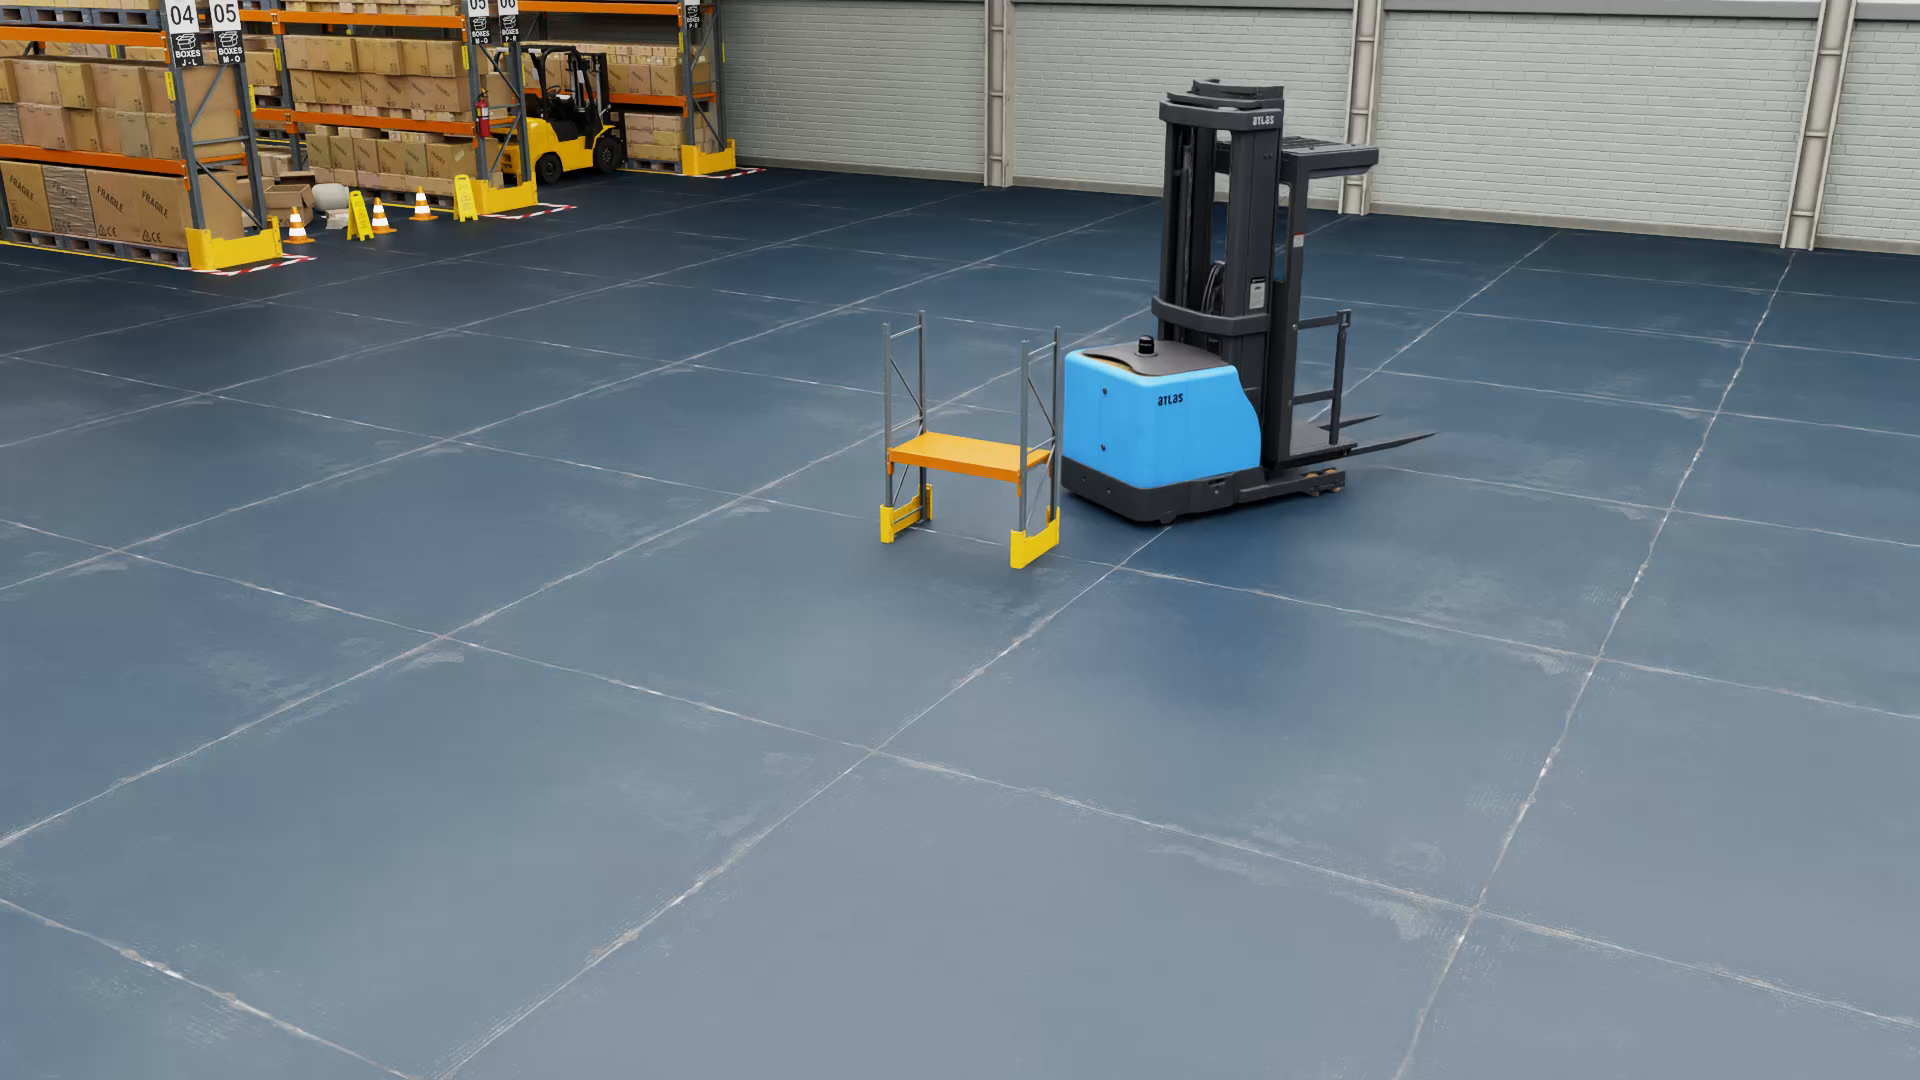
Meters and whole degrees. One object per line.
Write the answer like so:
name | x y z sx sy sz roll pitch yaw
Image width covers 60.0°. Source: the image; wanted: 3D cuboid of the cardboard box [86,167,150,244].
cardboard box | -10.565 -4.374 21.524 0.875 0.875 0.875 10 22 26

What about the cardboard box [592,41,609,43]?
cardboard box | -6.392 -8.876 29.903 0.250 0.149 0.380 11 22 27

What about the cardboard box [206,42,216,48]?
cardboard box | -12.264 -8.258 27.583 0.250 0.149 0.380 10 22 25

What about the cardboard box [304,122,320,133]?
cardboard box | -12.777 -8.437 33.275 0.500 0.500 0.500 12 23 30

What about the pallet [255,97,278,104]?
pallet | -12.082 -7.350 27.510 1.213 0.211 1.003 11 23 27

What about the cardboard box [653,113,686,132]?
cardboard box | -4.983 -7.264 28.941 0.500 0.250 0.500 12 23 29

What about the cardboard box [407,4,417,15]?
cardboard box | -7.931 -7.843 24.557 0.250 0.149 0.380 11 23 28

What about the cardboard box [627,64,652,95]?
cardboard box | -5.435 -8.045 28.998 0.500 0.500 0.500 12 23 29

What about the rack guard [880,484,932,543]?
rack guard | -0.368 -0.188 11.516 0.087 0.250 0.587 11 23 27

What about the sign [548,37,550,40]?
sign | -7.651 -9.180 30.888 0.005 0.325 0.100 11 23 27

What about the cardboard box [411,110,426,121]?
cardboard box | -8.005 -6.399 24.976 0.250 0.149 0.380 11 23 28

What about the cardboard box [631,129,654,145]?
cardboard box | -5.439 -7.120 29.277 0.500 0.250 0.500 11 22 27

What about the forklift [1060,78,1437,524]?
forklift | 2.270 -1.842 12.146 3.031 2.935 1.130 -12 23 -29

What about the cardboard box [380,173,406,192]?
cardboard box | -8.591 -5.560 25.710 0.500 0.250 0.500 10 22 25

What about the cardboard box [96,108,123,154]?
cardboard box | -10.436 -5.271 21.276 0.550 0.550 0.875 11 23 27

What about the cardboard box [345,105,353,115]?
cardboard box | -9.280 -6.678 25.744 0.250 0.149 0.380 11 23 27

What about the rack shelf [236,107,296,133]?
rack shelf | -12.084 -7.086 27.557 4.000 0.370 1.077 11 23 27

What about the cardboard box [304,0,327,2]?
cardboard box | -9.633 -8.334 25.326 0.500 0.250 0.500 11 22 27

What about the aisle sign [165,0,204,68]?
aisle sign | -9.256 -6.057 19.853 0.004 0.787 0.394 11 23 27

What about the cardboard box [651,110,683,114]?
cardboard box | -5.194 -7.498 29.588 0.500 0.250 0.500 11 23 27

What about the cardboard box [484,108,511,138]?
cardboard box | -8.382 -7.735 31.156 0.625 0.625 0.875 12 23 30

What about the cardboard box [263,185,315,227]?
cardboard box | -9.614 -4.792 23.837 0.637 0.503 0.797 -4 20 -10

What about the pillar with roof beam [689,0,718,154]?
pillar with roof beam | -6.696 -9.828 25.262 0.400 9.000 9.100 11 23 27

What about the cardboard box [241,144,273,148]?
cardboard box | -12.034 -6.374 27.777 0.625 0.372 0.950 12 23 29

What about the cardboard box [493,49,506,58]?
cardboard box | -8.327 -8.913 30.440 0.250 0.149 0.380 12 23 29

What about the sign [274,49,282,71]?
sign | -10.606 -7.471 25.863 0.005 0.325 0.100 11 23 27

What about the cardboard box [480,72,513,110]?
cardboard box | -7.124 -6.775 25.061 0.500 0.500 0.500 10 22 26

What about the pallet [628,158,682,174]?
pallet | -5.117 -6.709 29.551 1.213 0.211 1.003 11 23 27

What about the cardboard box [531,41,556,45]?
cardboard box | -7.506 -8.909 29.994 0.250 0.149 0.380 11 23 28

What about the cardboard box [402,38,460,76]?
cardboard box | -7.837 -7.190 24.739 0.500 0.500 0.700 11 23 28

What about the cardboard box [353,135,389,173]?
cardboard box | -9.030 -5.999 25.820 0.500 0.500 0.500 12 23 30

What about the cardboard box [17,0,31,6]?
cardboard box | -11.623 -6.808 20.941 0.250 0.149 0.380 10 22 26

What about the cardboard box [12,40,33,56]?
cardboard box | -16.184 -8.620 29.118 0.500 0.500 0.500 10 22 26

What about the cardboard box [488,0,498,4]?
cardboard box | -7.155 -8.069 24.596 0.500 0.250 0.500 10 22 26

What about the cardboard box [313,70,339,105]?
cardboard box | -9.640 -7.046 25.808 0.500 0.500 0.500 11 23 27

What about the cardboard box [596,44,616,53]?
cardboard box | -6.186 -8.647 29.270 0.250 0.149 0.380 11 23 28

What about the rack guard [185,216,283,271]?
rack guard | -9.151 -3.757 20.990 0.348 0.500 1.175 11 23 27

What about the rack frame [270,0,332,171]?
rack frame | -10.338 -7.092 26.518 0.127 3.000 1.000 11 23 27

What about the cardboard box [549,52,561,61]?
cardboard box | -7.124 -8.650 29.715 0.250 0.149 0.380 11 23 28

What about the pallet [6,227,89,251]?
pallet | -12.038 -4.141 22.472 1.213 0.211 1.003 11 23 27

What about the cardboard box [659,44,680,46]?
cardboard box | -5.067 -8.610 29.167 0.250 0.149 0.380 11 23 28

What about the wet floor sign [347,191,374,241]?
wet floor sign | -8.181 -4.414 22.588 0.232 0.644 0.267 7 21 18

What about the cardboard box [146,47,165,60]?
cardboard box | -13.092 -7.913 27.583 0.500 0.500 0.500 12 23 30

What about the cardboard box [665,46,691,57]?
cardboard box | -4.844 -8.394 28.572 0.250 0.149 0.380 11 23 27

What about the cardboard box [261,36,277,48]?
cardboard box | -13.454 -9.782 33.169 0.500 0.500 0.700 11 23 27

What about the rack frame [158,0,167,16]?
rack frame | -9.172 -7.757 19.552 0.127 3.000 1.000 11 23 27

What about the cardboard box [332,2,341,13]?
cardboard box | -9.287 -8.090 25.237 0.250 0.149 0.380 10 22 26

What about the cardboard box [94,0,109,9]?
cardboard box | -10.292 -6.554 20.242 0.250 0.149 0.380 11 23 28

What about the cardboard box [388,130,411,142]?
cardboard box | -8.473 -6.173 25.349 0.250 0.149 0.380 12 23 30

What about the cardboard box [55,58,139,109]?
cardboard box | -10.951 -5.835 21.248 0.500 0.550 0.875 11 23 27

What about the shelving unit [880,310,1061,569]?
shelving unit | 0.067 -0.692 11.074 1.083 1.500 0.587 11 23 27

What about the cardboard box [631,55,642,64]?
cardboard box | -5.513 -8.371 28.945 0.250 0.149 0.380 11 22 27

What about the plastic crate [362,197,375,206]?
plastic crate | -9.367 -5.214 25.623 0.583 0.080 0.402 3 20 9
